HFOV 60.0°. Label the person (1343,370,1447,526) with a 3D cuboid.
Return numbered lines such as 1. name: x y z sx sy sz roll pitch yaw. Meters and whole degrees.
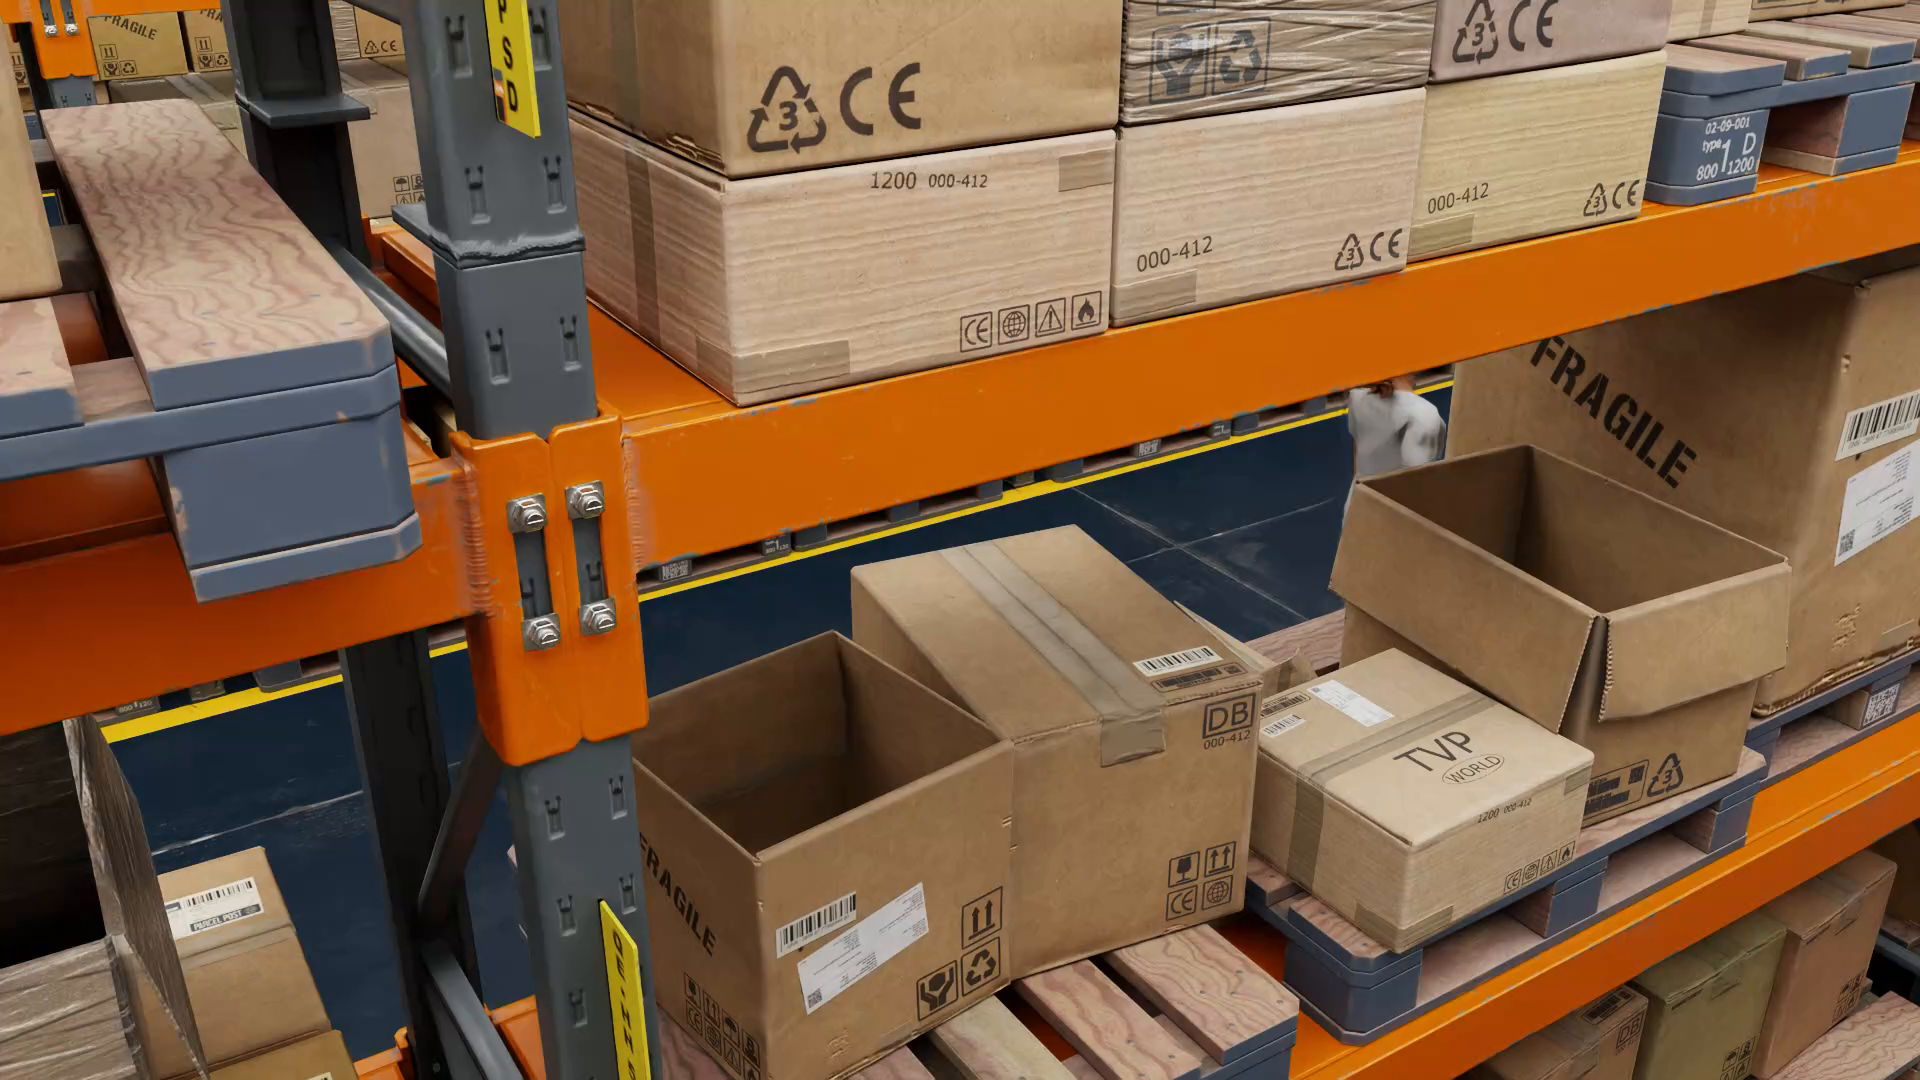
1. person: 1.616 -0.044 6.178 0.463 1.690 0.444 -15 29 -29
